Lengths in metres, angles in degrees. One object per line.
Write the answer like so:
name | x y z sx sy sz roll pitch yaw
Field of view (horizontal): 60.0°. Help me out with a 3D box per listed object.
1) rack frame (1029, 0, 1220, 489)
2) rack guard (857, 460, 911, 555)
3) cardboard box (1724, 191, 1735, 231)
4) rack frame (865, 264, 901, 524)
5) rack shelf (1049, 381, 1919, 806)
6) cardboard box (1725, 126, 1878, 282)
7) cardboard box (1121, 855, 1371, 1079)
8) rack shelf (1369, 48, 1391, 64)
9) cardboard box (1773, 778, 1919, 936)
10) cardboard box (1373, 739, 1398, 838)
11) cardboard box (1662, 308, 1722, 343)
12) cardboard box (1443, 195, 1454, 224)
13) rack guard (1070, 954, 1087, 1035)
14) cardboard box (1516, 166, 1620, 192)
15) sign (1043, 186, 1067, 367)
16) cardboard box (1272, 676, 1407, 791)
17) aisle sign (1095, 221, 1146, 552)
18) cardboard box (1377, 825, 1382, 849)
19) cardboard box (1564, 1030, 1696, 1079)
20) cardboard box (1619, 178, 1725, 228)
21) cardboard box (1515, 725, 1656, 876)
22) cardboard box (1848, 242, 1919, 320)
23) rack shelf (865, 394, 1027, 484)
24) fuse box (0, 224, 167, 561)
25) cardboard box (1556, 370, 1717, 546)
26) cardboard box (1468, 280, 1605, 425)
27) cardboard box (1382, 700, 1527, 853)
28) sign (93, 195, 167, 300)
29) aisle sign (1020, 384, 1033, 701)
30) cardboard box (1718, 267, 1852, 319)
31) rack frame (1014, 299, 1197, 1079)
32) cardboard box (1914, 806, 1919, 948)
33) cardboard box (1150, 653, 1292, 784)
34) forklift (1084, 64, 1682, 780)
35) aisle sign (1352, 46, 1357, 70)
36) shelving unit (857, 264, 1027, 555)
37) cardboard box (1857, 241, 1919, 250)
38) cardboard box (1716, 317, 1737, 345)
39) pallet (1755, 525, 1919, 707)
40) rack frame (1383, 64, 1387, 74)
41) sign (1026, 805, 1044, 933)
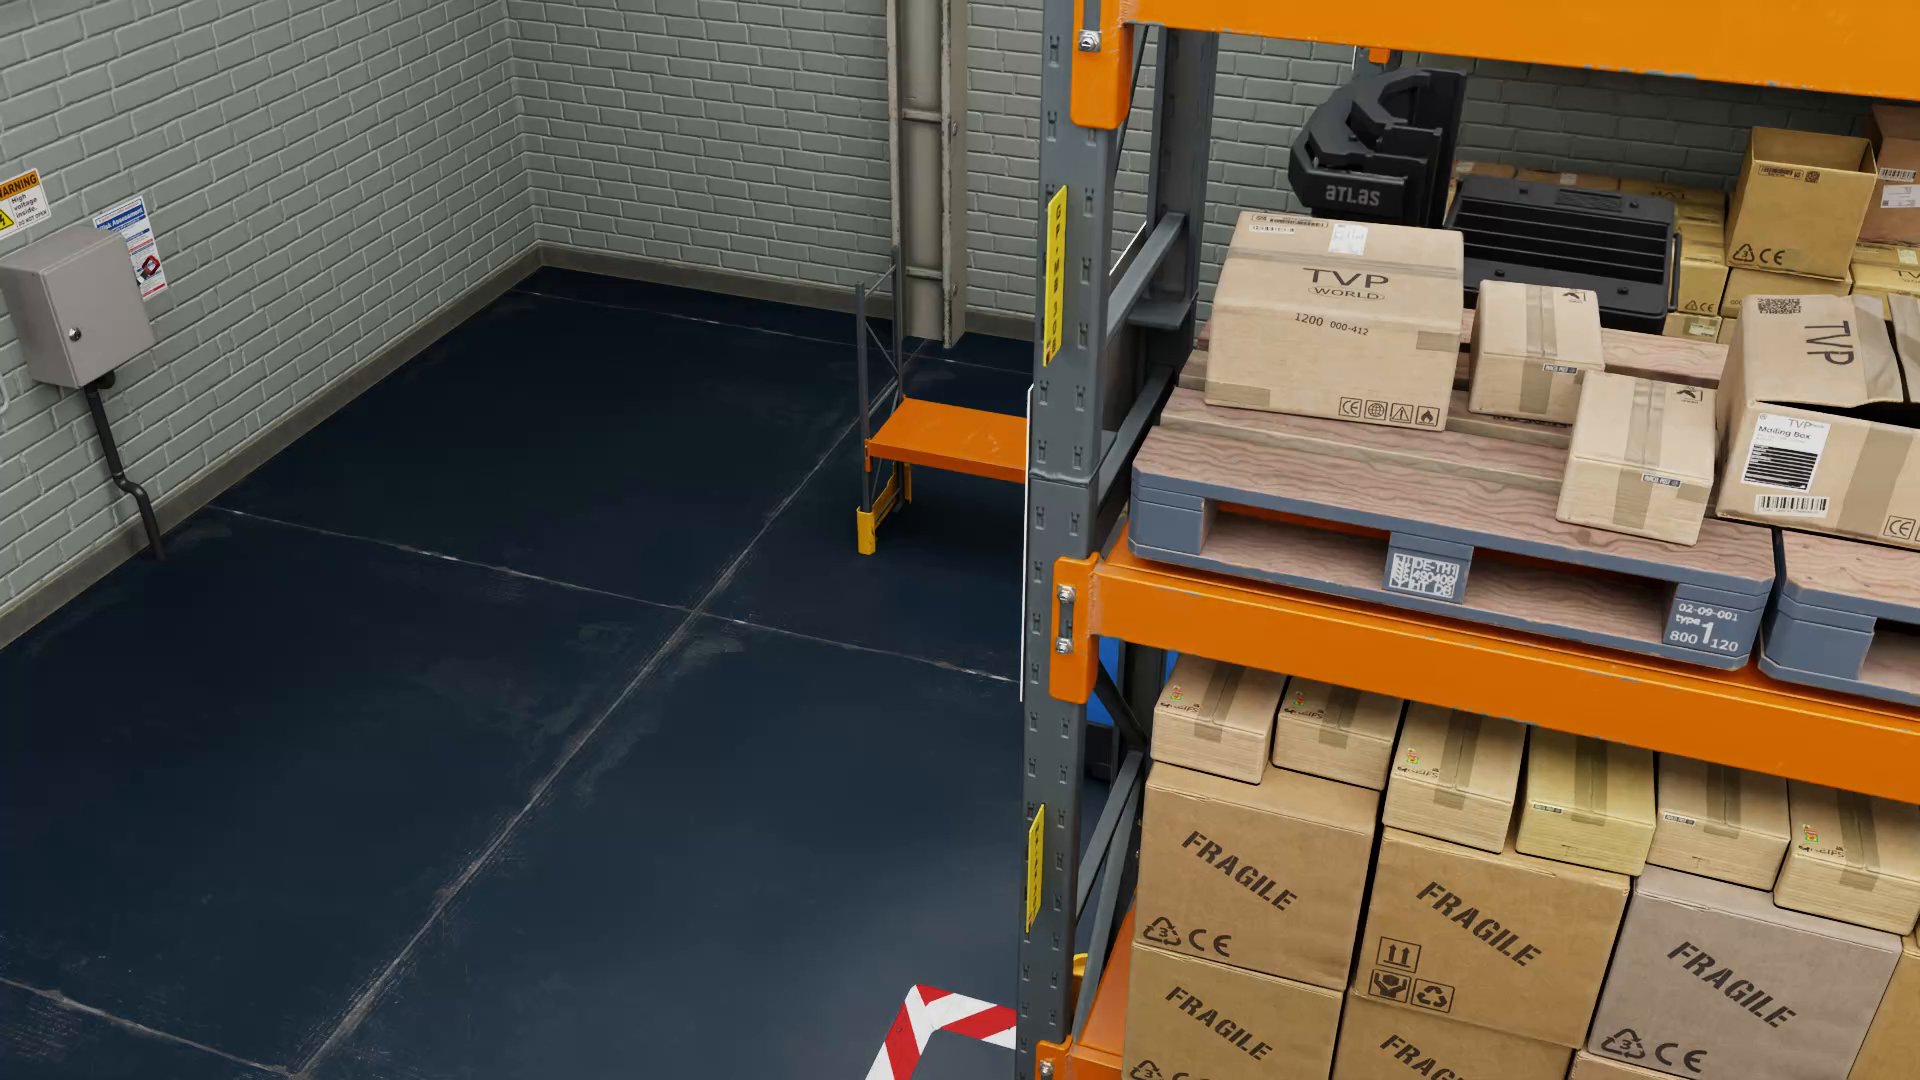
rack frame | 0.370 -1.631 2.979 0.127 3.000 1.000 11 34 16
rack guard | -0.397 -0.182 8.802 0.087 0.250 0.587 11 34 16
cardboard box | 4.005 -1.475 8.133 0.500 0.250 0.500 11 34 16
rack frame | -0.398 -0.708 8.464 0.013 1.308 0.475 11 34 16
rack shelf | 2.252 0.298 3.421 4.000 0.370 1.077 11 34 16
cardboard box | 3.789 -1.528 7.523 0.500 0.500 0.500 12 35 18
cardboard box | 0.725 1.082 4.216 0.500 0.500 0.500 11 34 16
rack shelf | 3.924 -2.237 7.348 4.000 0.370 1.077 11 34 16
cardboard box | 1.827 0.606 3.433 0.250 0.149 0.380 11 35 17
cardboard box | 0.904 0.394 4.360 0.500 0.500 0.500 12 35 18
cardboard box | 3.454 -1.079 7.887 0.250 0.149 0.380 10 34 15
cardboard box | 2.377 -1.487 8.151 0.500 0.250 0.500 11 34 17
rack guard | 0.347 1.935 5.291 0.348 0.500 1.175 11 34 16
cardboard box | 3.048 -1.664 8.426 0.500 0.250 0.500 11 34 17
sign | 0.177 -0.489 3.097 0.005 0.325 0.100 11 34 16
cardboard box | 0.881 0.373 3.795 0.250 0.149 0.380 12 35 18
aisle sign | 0.407 -0.374 4.167 0.004 0.787 0.394 11 34 16
cardboard box | 1.380 0.900 4.498 0.500 0.500 0.500 10 34 15
cardboard box | 1.683 1.263 3.937 0.500 0.500 0.500 11 34 16
cardboard box | 3.513 -1.571 8.281 0.500 0.250 0.500 12 35 18
cardboard box | 1.341 0.518 3.570 0.250 0.149 0.380 10 34 15
cardboard box | 4.303 -1.126 7.593 0.500 0.250 0.500 11 34 16
rack shelf | 0.080 -0.463 8.417 1.000 0.185 0.538 11 34 16
fuse box | -4.100 -0.635 8.156 0.414 1.711 0.539 11 34 16
cardboard box | 1.316 -0.167 3.230 0.250 0.149 0.380 12 35 18
cardboard box | 1.245 -0.411 3.608 0.250 0.149 0.380 8 34 13
cardboard box | 1.087 0.479 3.630 0.250 0.149 0.380 12 35 18
sign | -4.129 -1.426 8.281 0.001 0.494 0.329 11 34 16
aisle sign | 0.204 -0.068 3.692 0.004 0.787 0.394 11 34 16
cardboard box | 3.819 -1.221 7.740 0.500 0.250 0.500 10 34 15
rack frame | 0.370 0.890 4.607 0.127 3.000 1.000 11 34 16
cardboard box | 2.056 0.667 3.340 0.250 0.149 0.380 10 34 15
cardboard box | 0.611 0.361 3.813 0.250 0.149 0.380 12 35 17
forklift | 1.993 -0.198 6.354 3.031 2.935 1.130 12 35 18
aisle sign | 1.878 -2.600 7.615 0.004 0.787 0.394 11 34 16
shelving unit | 0.072 -0.616 8.322 1.083 1.500 0.587 11 34 16
cardboard box | 4.472 -1.388 7.998 0.500 0.250 0.500 12 35 18
cardboard box | 3.708 -1.041 7.828 0.250 0.149 0.380 12 35 18
pallet | 2.224 0.020 3.271 1.213 0.211 1.003 11 34 16
rack frame | 2.040 -1.644 8.531 0.053 2.616 0.949 11 34 16
sign | 0.177 0.775 3.913 0.005 0.325 0.100 11 34 16
